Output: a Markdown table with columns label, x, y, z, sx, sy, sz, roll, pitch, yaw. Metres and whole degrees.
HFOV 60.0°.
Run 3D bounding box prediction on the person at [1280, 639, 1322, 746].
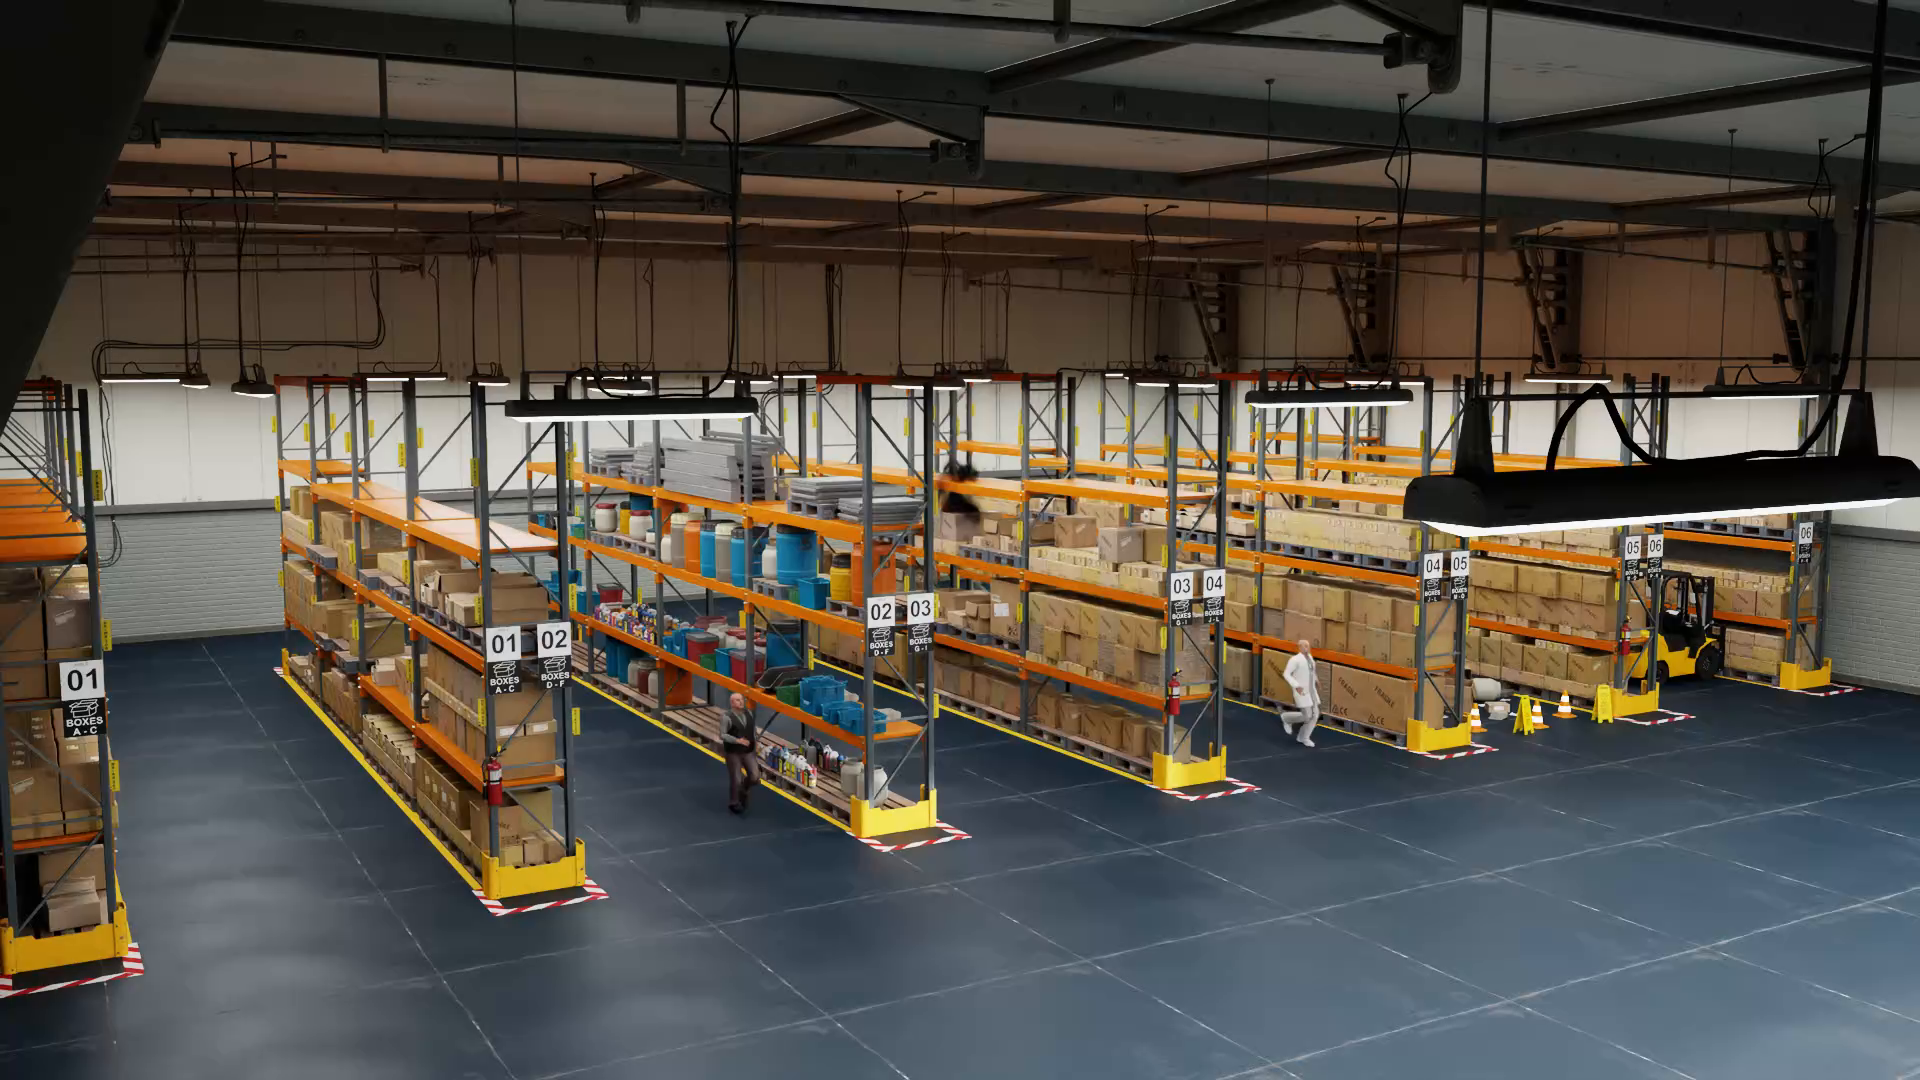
| label | x | y | z | sx | sy | sz | roll | pitch | yaw |
| --- | --- | --- | --- | --- | --- | --- | --- | --- | --- |
| person | 5.610 | 2.497 | 27.363 | 0.724 | 1.752 | 0.653 | -5 | 8 | -40 |

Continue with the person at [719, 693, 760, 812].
| label | x | y | z | sx | sy | sz | roll | pitch | yaw |
| --- | --- | --- | --- | --- | --- | --- | --- | --- | --- |
| person | -3.030 | 2.962 | 23.104 | 0.643 | 1.682 | 0.603 | -5 | 8 | -37 |

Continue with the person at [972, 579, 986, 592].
| label | x | y | z | sx | sy | sz | roll | pitch | yaw |
| --- | --- | --- | --- | --- | --- | --- | --- | --- | --- |
| person | 0.357 | 0.774 | 43.073 | 0.954 | 1.668 | 0.567 | -6 | 9 | -44 |
